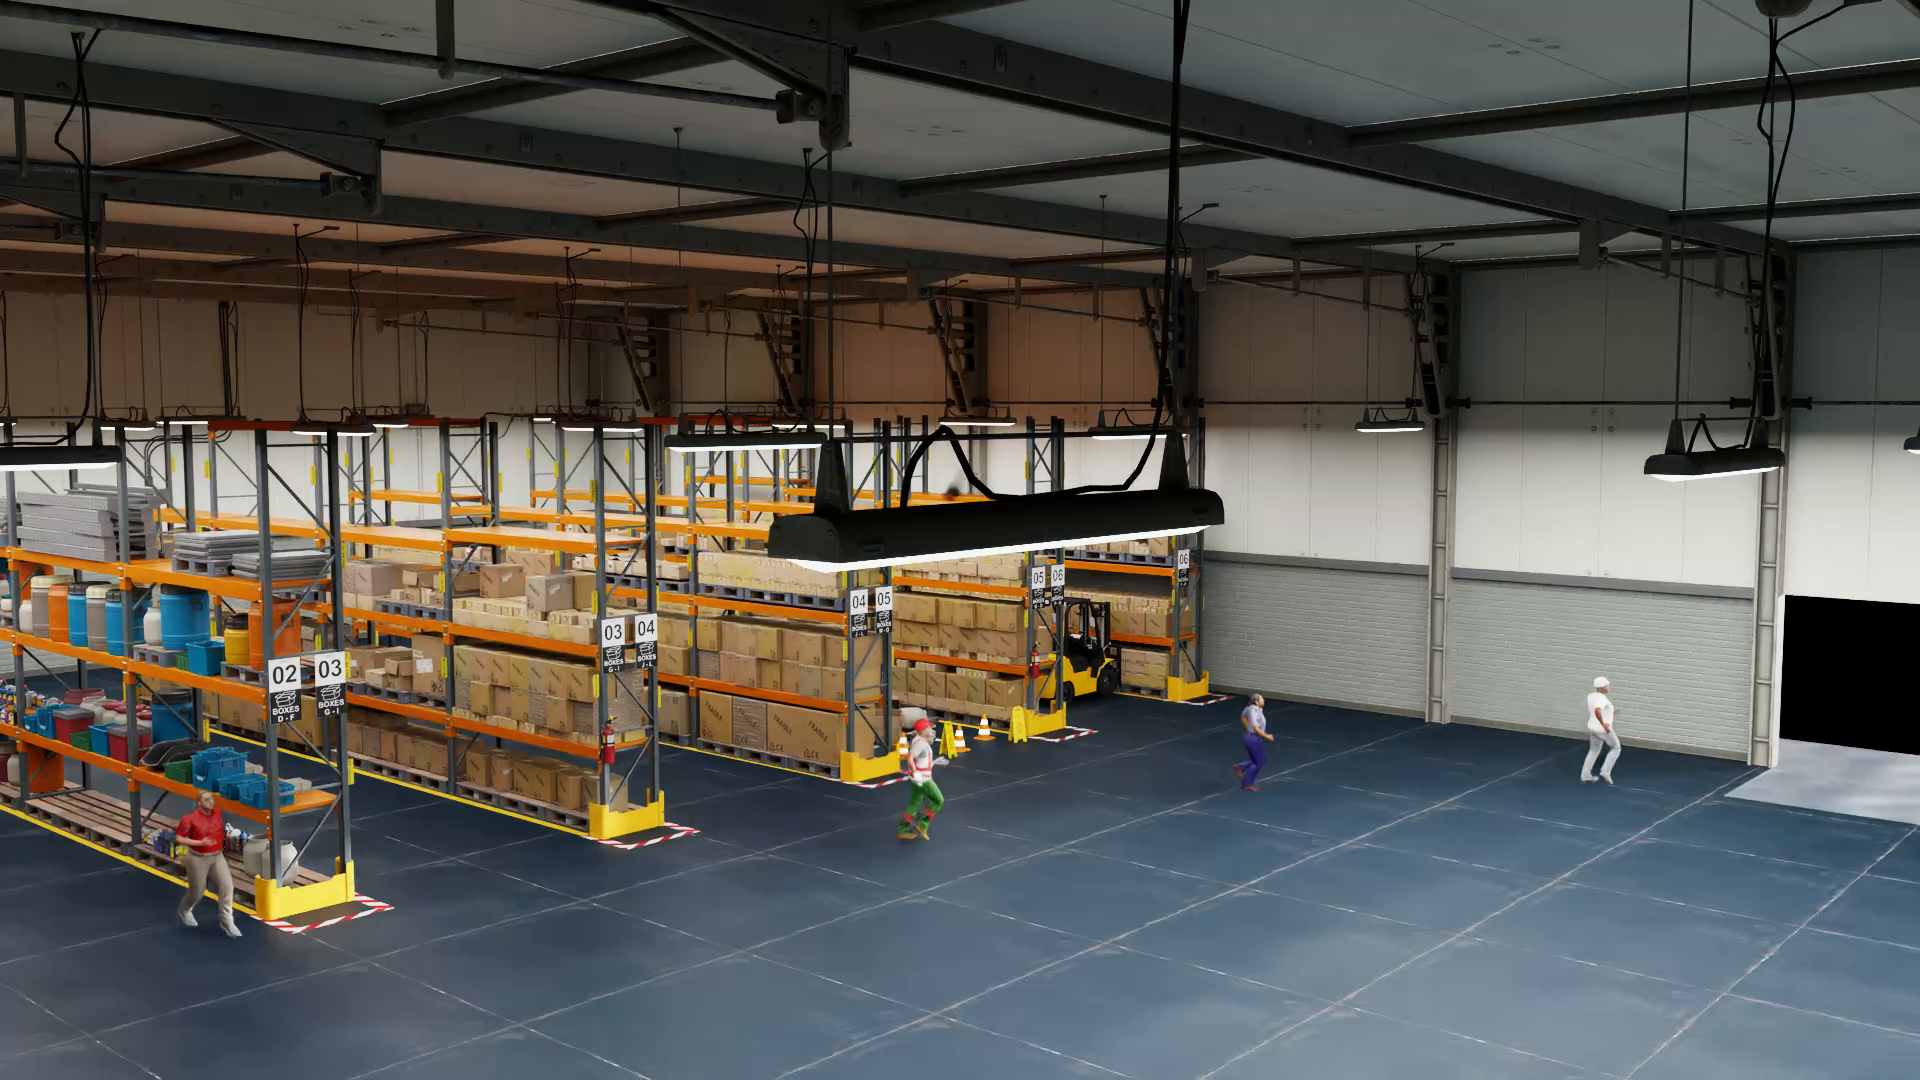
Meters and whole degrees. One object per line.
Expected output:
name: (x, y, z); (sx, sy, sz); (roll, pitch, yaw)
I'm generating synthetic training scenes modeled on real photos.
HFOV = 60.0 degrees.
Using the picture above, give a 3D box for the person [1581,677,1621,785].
person: (10.637, 3.161, 27.561); (0.692, 1.785, 0.685); (-1, 5, -13)

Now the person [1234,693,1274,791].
person: (4.806, 3.287, 27.137); (0.596, 1.608, 0.624); (0, 5, 1)

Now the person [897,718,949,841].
person: (-0.522, 3.452, 23.924); (0.785, 1.777, 0.649); (-1, 5, -14)

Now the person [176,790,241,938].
person: (-9.001, 3.835, 19.802); (0.943, 1.759, 0.690); (3, 6, 34)
